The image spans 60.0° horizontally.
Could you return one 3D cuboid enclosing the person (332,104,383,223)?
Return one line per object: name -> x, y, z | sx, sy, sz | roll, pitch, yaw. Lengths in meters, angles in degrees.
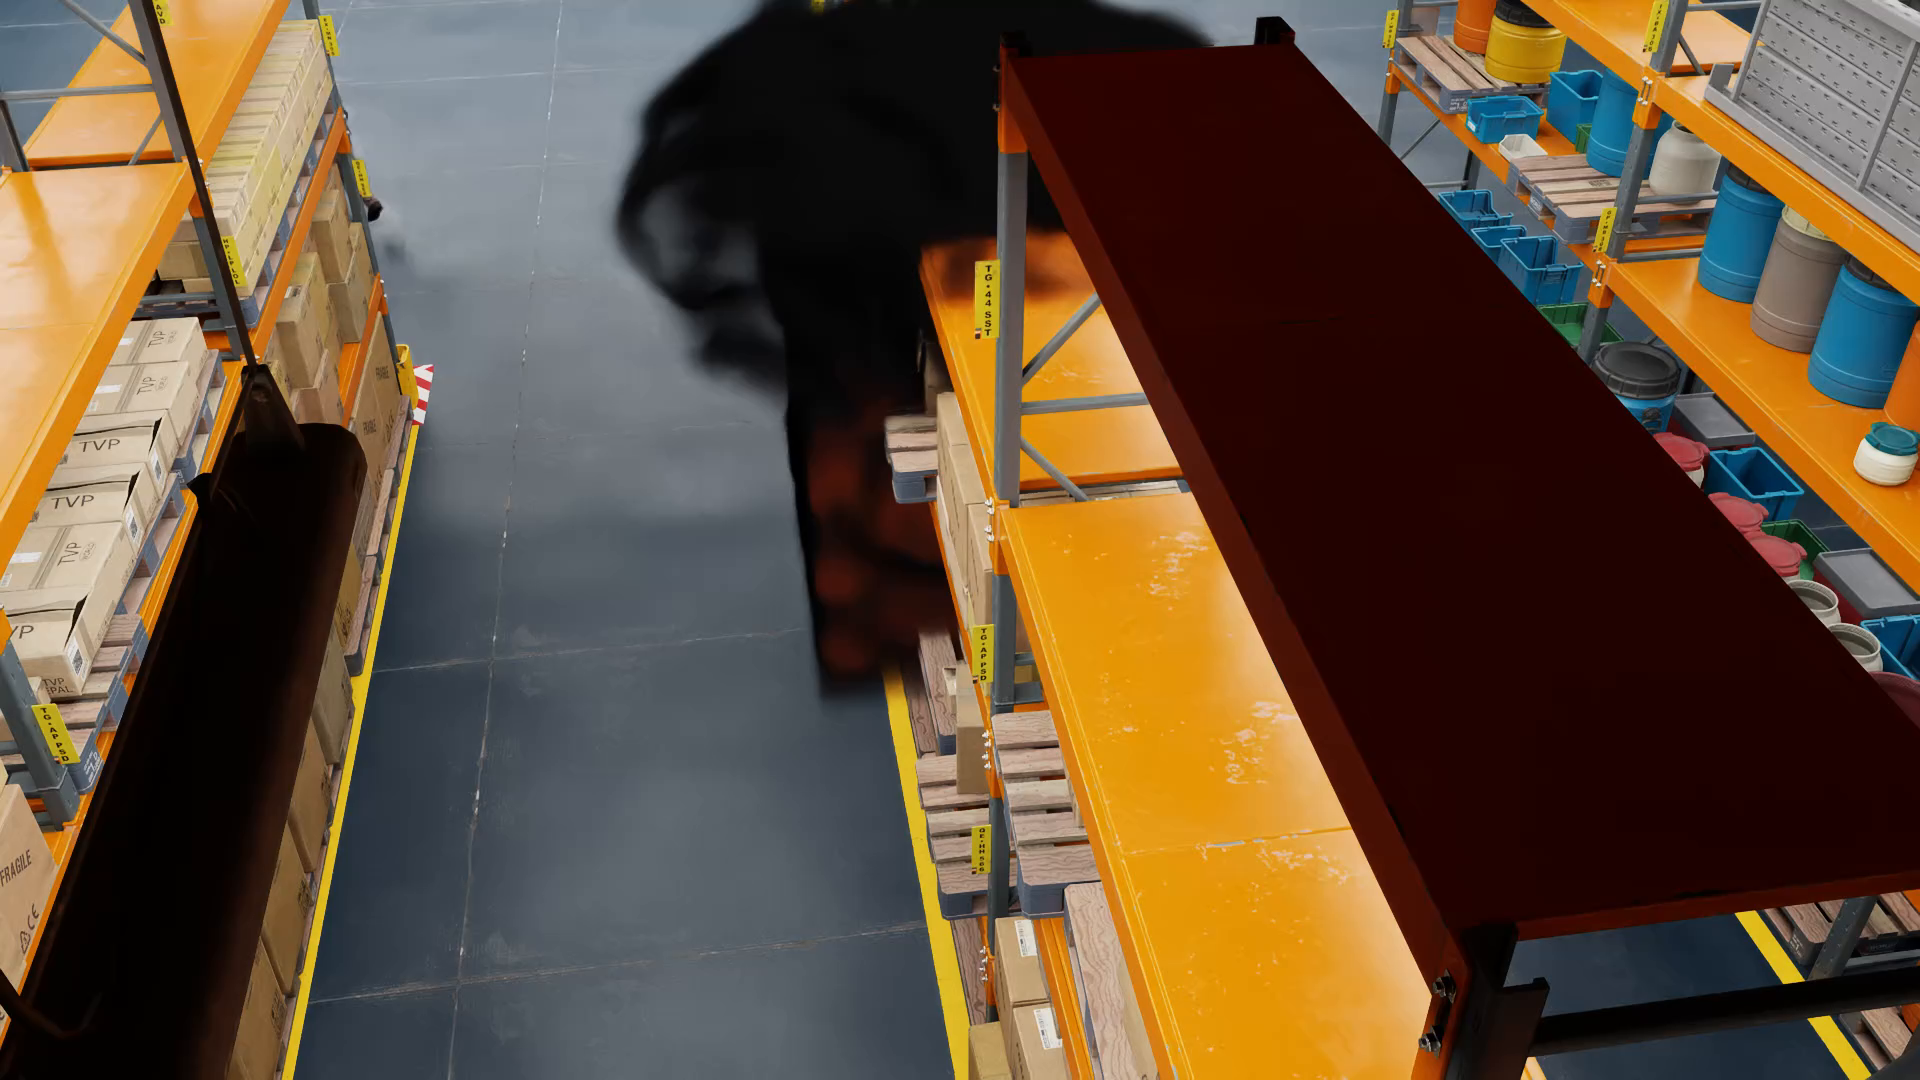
person -> -6.615, -4.056, 17.568 | 1.062, 1.717, 0.659 | 21, 41, 26
